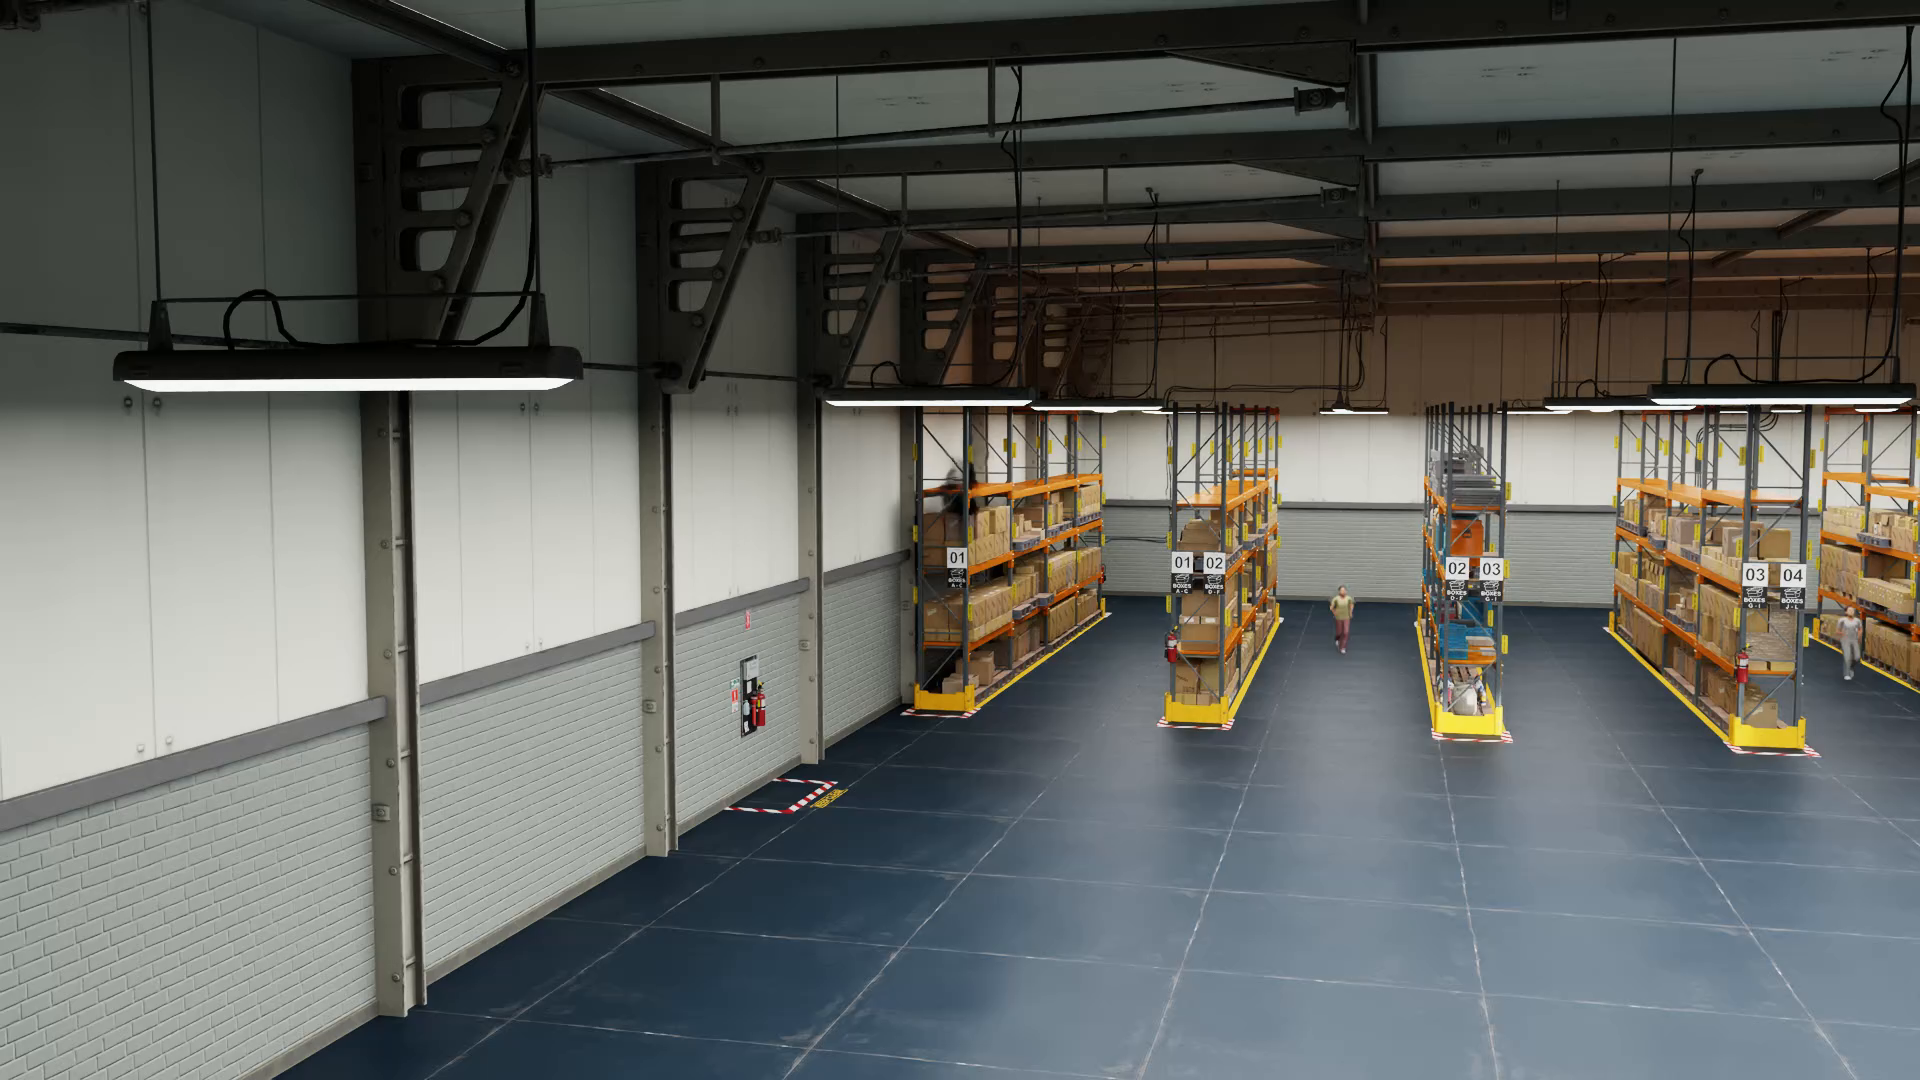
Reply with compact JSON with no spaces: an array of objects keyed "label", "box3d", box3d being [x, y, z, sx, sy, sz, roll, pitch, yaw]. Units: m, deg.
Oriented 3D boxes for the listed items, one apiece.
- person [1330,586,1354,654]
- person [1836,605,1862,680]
[{"label":"person","box3d":[9.312,1.916,40.543,0.574,1.638,0.806,0,4,4]},{"label":"person","box3d":[19.339,2.235,36.115,0.557,1.625,0.564,1,4,12]}]
